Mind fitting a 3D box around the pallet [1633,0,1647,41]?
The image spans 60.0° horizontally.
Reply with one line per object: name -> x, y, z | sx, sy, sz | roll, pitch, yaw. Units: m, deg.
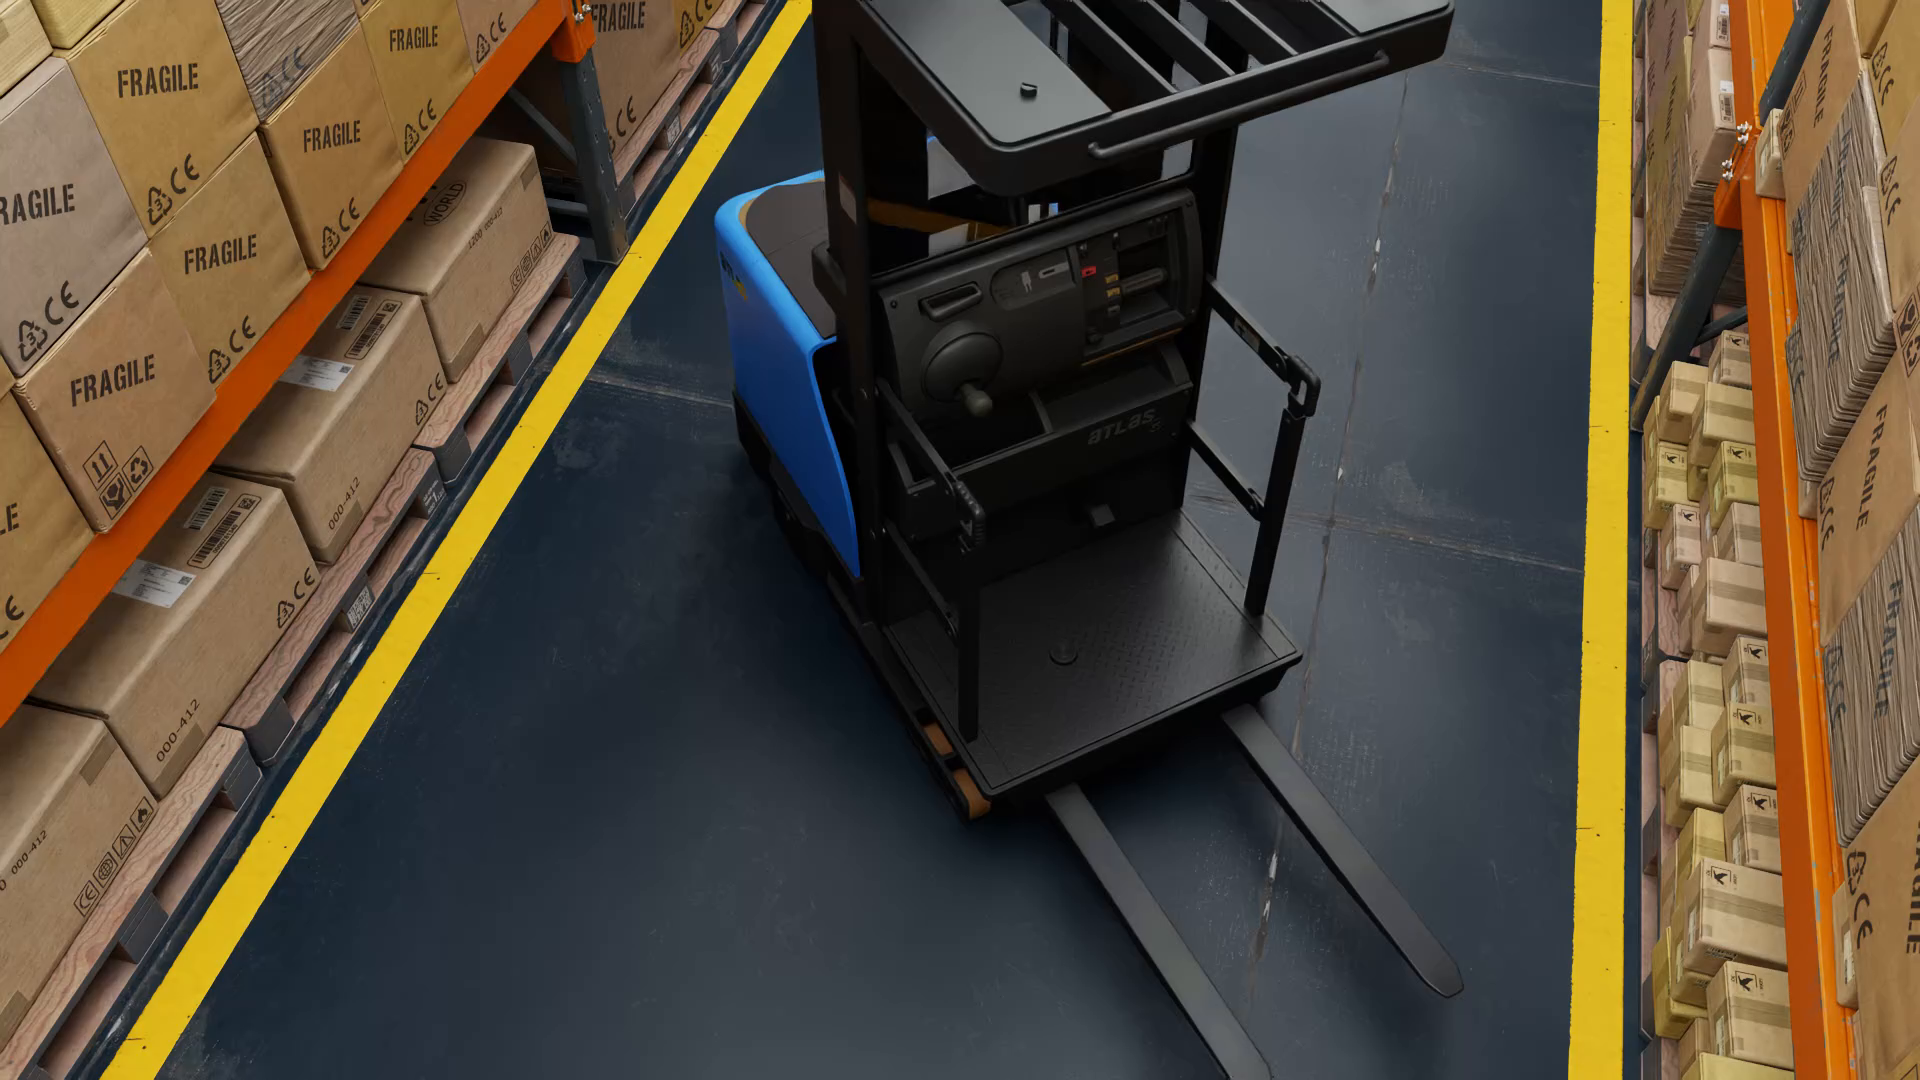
pallet -> 3.801, -2.739, 8.027 | 1.003, 0.211, 1.213 | 12, 50, 10

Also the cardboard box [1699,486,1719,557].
cardboard box -> 2.541, -0.045, 5.212 | 0.380, 0.149, 0.250 | 11, 50, 10

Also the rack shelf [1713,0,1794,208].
rack shelf -> 3.481, -2.542, 6.473 | 1.077, 0.370, 4.000 | 12, 50, 10

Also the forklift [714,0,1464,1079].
forklift -> 0.335, -0.521, 4.255 | 1.130, 2.935, 3.031 | -22, 52, -18

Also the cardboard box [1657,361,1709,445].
cardboard box -> 2.551, -0.429, 5.551 | 0.380, 0.149, 0.250 | 14, 50, 12

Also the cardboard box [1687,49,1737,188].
cardboard box -> 2.907, -1.482, 5.945 | 0.500, 0.250, 0.500 | 10, 49, 9

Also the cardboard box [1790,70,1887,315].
cardboard box -> 2.458, -0.797, 4.188 | 0.500, 0.500, 0.500 | 12, 50, 10

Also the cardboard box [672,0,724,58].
cardboard box -> -1.531, -2.793, 7.351 | 0.875, 0.875, 0.875 | 13, 50, 11

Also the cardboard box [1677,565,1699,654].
cardboard box -> 2.445, 0.247, 5.153 | 0.380, 0.149, 0.250 | 11, 49, 9

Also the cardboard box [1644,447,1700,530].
cardboard box -> 2.479, -0.137, 5.492 | 0.380, 0.149, 0.250 | 13, 50, 11

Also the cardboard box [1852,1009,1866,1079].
cardboard box -> 1.868, 0.994, 3.039 | 0.380, 0.149, 0.250 | 11, 50, 10

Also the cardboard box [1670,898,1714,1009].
cardboard box -> 2.025, 1.074, 4.224 | 0.380, 0.149, 0.250 | 12, 50, 11

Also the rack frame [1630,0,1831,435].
rack frame -> 2.955, -1.334, 4.927 | 1.000, 3.000, 0.127 | 12, 50, 10

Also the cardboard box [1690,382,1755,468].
cardboard box -> 2.535, -0.330, 5.266 | 0.380, 0.149, 0.250 | 14, 50, 12

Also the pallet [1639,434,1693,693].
pallet -> 2.812, 0.082, 5.537 | 1.003, 0.211, 1.213 | 12, 50, 10

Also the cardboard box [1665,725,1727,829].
cardboard box -> 2.156, 0.688, 4.565 | 0.380, 0.149, 0.250 | 12, 50, 10

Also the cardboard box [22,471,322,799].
cardboard box -> -2.590, 0.204, 4.998 | 0.875, 0.438, 0.875 | 13, 50, 11

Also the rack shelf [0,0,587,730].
rack shelf -> -2.374, -0.553, 4.717 | 1.077, 0.370, 4.000 | 12, 50, 10

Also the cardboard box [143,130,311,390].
cardboard box -> -2.123, -0.769, 4.362 | 0.500, 0.500, 0.500 | 13, 50, 11

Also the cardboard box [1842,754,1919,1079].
cardboard box -> 1.913, 0.681, 2.884 | 0.500, 0.500, 0.500 | 11, 49, 9

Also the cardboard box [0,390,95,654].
cardboard box -> -2.390, -0.039, 3.717 | 0.500, 0.500, 0.500 | 11, 49, 10

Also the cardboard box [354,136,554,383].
cardboard box -> -2.116, -1.096, 6.145 | 0.875, 0.438, 0.875 | 11, 49, 9

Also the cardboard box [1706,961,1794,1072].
cardboard box -> 1.993, 1.177, 3.936 | 0.380, 0.149, 0.250 | 10, 49, 9

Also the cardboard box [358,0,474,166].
cardboard box -> -1.853, -1.511, 5.017 | 0.500, 0.500, 0.500 | 10, 49, 9

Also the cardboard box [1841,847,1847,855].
cardboard box -> 2.011, 0.620, 3.369 | 0.380, 0.149, 0.250 | 10, 49, 8

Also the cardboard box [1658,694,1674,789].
cardboard box -> 2.247, 0.617, 4.826 | 0.380, 0.149, 0.250 | 10, 49, 9

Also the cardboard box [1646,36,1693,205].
cardboard box -> 3.042, -1.602, 6.550 | 0.500, 0.500, 0.500 | 11, 49, 9

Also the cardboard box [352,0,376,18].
cardboard box -> -1.846, -1.840, 4.640 | 0.500, 0.500, 0.500 | 11, 49, 9

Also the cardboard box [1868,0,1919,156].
cardboard box -> 2.479, -1.140, 3.823 | 0.500, 0.500, 0.500 | 10, 49, 9

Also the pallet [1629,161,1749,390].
pallet -> 3.158, -0.974, 6.469 | 1.003, 0.211, 1.213 | 12, 50, 10

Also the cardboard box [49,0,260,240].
cardboard box -> -2.111, -1.109, 3.995 | 0.500, 0.500, 0.500 | 12, 50, 10

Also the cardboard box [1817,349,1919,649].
cardboard box -> 2.178, -0.047, 3.525 | 0.500, 0.500, 0.500 | 14, 50, 12

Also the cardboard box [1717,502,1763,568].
cardboard box -> 2.469, 0.055, 4.925 | 0.380, 0.149, 0.250 | 10, 49, 9

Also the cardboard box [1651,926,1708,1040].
cardboard box -> 2.021, 1.184, 4.326 | 0.380, 0.149, 0.250 | 10, 49, 8

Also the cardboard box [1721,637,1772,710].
cardboard box -> 2.331, 0.437, 4.588 | 0.380, 0.149, 0.250 | 10, 49, 8

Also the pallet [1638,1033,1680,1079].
pallet -> 2.170, 1.847, 3.979 | 1.003, 0.211, 1.213 | 12, 50, 10

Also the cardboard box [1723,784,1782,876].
cardboard box -> 2.187, 0.802, 4.266 | 0.380, 0.149, 0.250 | 10, 49, 9

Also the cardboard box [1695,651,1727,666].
cardboard box -> 2.372, 0.344, 4.868 | 0.380, 0.149, 0.250 | 14, 50, 12

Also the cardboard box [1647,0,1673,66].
cardboard box -> 3.316, -2.341, 7.203 | 0.500, 0.500, 0.500 | 10, 49, 9

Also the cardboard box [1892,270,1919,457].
cardboard box -> 2.180, -0.411, 3.180 | 0.500, 0.500, 0.500 | 10, 49, 9

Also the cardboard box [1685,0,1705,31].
cardboard box -> 3.181, -2.237, 6.610 | 0.500, 0.250, 0.500 | 10, 49, 8

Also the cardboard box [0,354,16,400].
cardboard box -> -2.370, -0.374, 3.346 | 0.500, 0.500, 0.500 | 10, 49, 9

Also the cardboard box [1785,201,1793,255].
cardboard box -> 2.568, -0.909, 4.719 | 0.380, 0.149, 0.250 | 13, 50, 11

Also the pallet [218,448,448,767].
pallet -> -2.442, 0.105, 5.517 | 1.003, 0.211, 1.213 | 12, 50, 10

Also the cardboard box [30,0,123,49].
cardboard box -> -2.091, -1.238, 3.676 | 0.380, 0.149, 0.250 | 10, 49, 9

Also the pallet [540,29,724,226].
pallet -> -1.717, -1.888, 7.275 | 1.003, 0.211, 1.213 | 12, 50, 10
